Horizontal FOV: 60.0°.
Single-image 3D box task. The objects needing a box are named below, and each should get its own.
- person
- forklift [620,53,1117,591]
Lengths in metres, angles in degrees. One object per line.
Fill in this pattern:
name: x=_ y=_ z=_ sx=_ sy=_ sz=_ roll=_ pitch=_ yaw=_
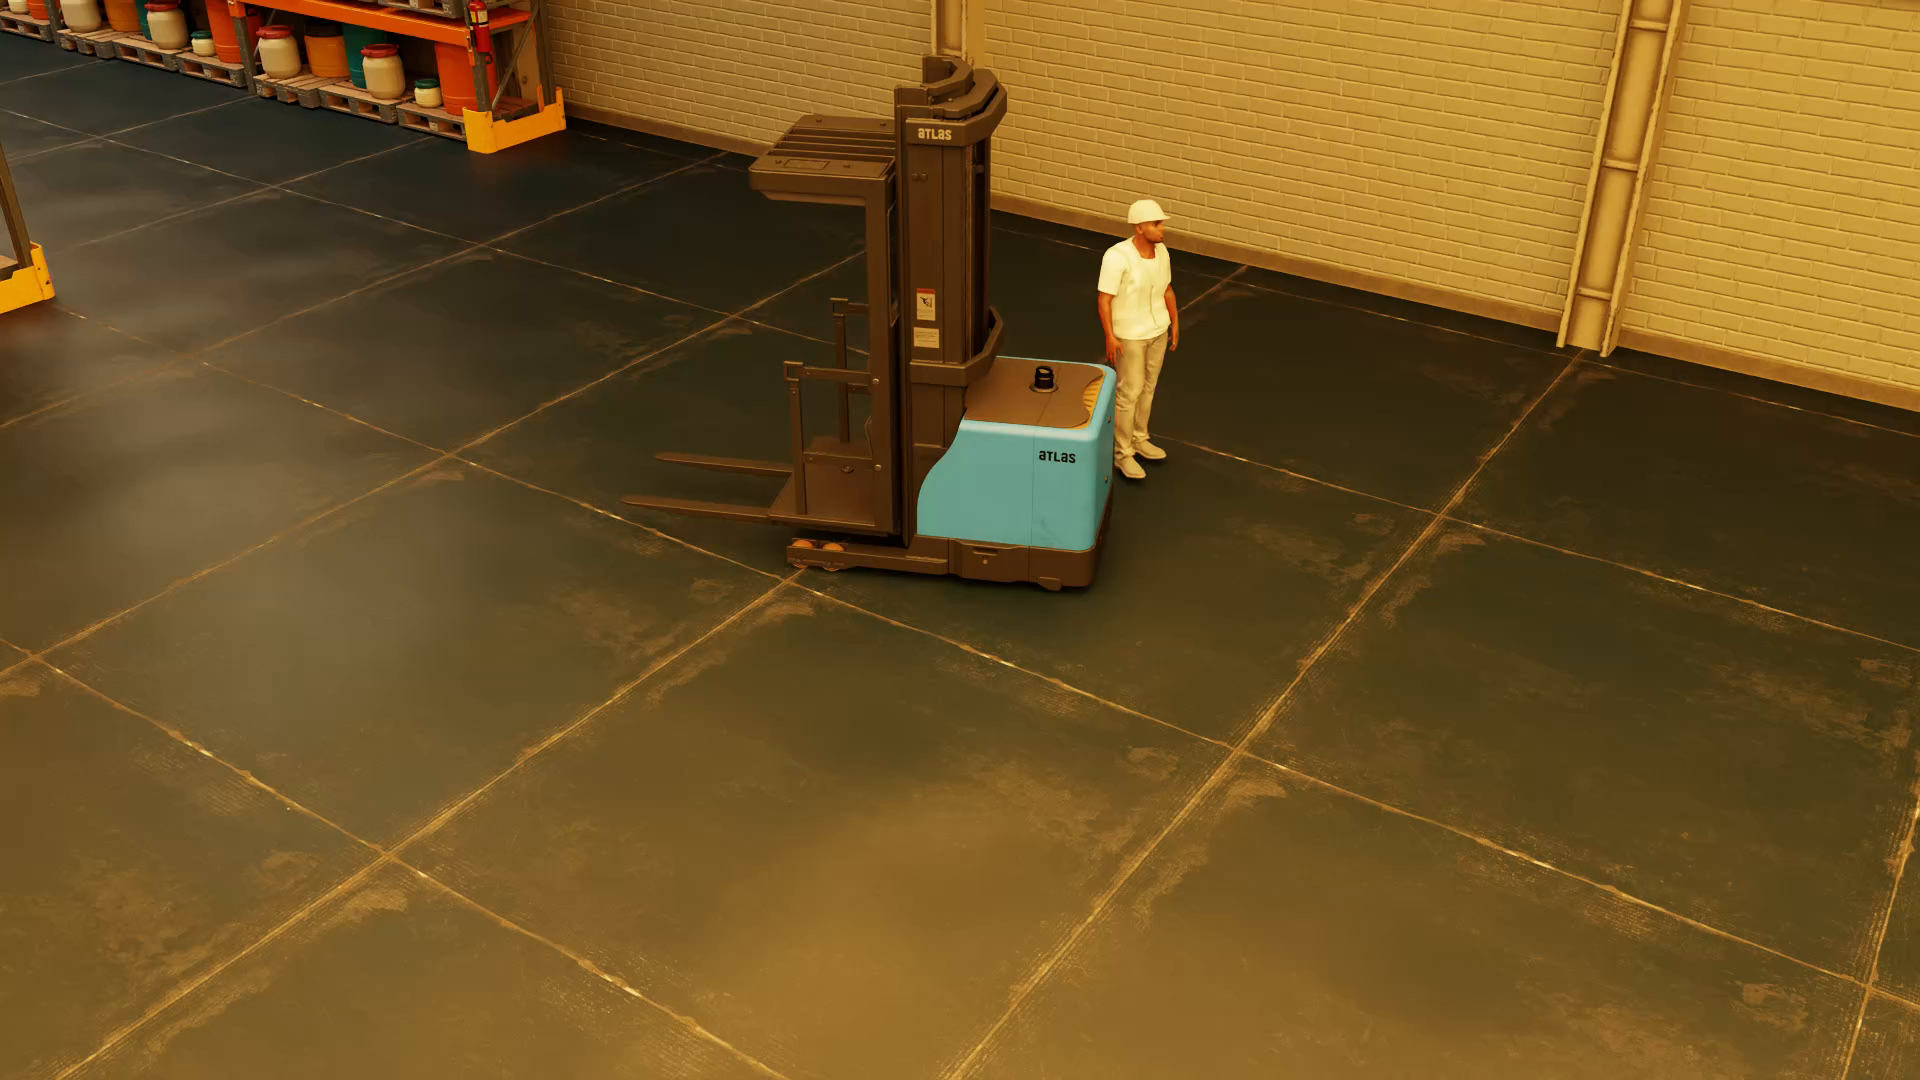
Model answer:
person: x=1.240 y=-1.349 z=10.971 sx=0.666 sy=1.765 sz=0.577 roll=-23 pitch=37 yaw=-34
forklift: x=-0.596 y=-1.330 z=9.871 sx=3.031 sy=2.935 sz=1.130 roll=6 pitch=31 yaw=10
